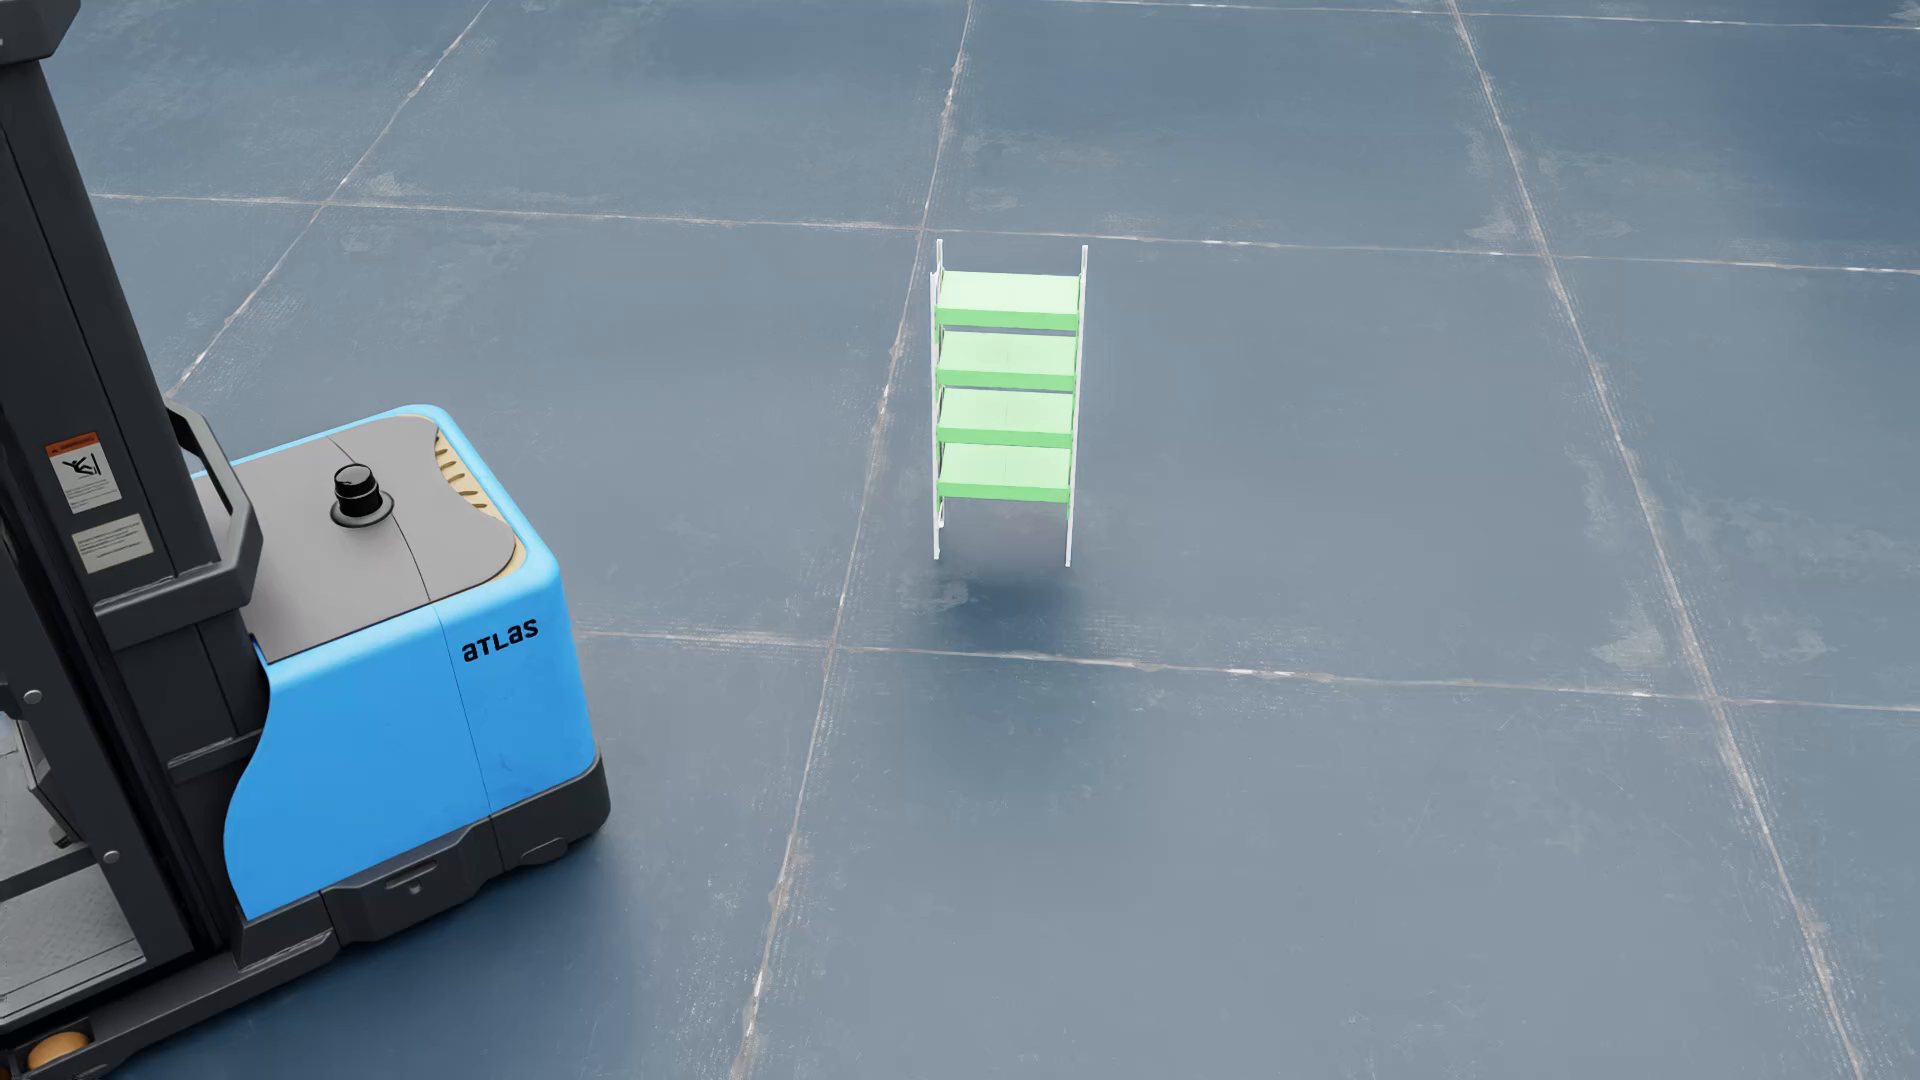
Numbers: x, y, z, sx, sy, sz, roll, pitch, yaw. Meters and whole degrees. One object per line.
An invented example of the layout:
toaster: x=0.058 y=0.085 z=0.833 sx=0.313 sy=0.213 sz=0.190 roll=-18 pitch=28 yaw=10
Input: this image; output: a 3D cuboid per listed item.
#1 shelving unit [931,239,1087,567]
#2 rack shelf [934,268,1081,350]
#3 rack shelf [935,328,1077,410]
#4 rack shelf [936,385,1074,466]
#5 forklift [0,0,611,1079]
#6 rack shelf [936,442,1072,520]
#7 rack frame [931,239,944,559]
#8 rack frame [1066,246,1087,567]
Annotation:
shelving unit: x=0.165 y=-0.456 z=5.860 sx=0.503 sy=1.200 sz=0.258 roll=3 pitch=39 yaw=4
rack shelf: x=0.165 y=-0.779 z=5.597 sx=0.480 sy=0.148 sz=0.258 roll=3 pitch=39 yaw=4
rack shelf: x=0.165 y=-0.593 z=5.749 sx=0.480 sy=0.148 sz=0.258 roll=3 pitch=39 yaw=4
rack shelf: x=0.165 y=-0.407 z=5.900 sx=0.480 sy=0.148 sz=0.258 roll=3 pitch=39 yaw=4
forklift: x=-2.585 y=0.024 z=3.899 sx=3.031 sy=2.935 sz=1.130 roll=-23 pitch=44 yaw=-25
rack shelf: x=0.165 y=-0.221 z=6.052 sx=0.480 sy=0.148 sz=0.258 roll=3 pitch=39 yaw=4
rack frame: x=-0.078 y=-0.470 z=5.876 sx=0.015 sy=1.200 sz=0.240 roll=3 pitch=39 yaw=4
rack frame: x=0.408 y=-0.443 z=5.844 sx=0.015 sy=1.200 sz=0.240 roll=3 pitch=39 yaw=4
